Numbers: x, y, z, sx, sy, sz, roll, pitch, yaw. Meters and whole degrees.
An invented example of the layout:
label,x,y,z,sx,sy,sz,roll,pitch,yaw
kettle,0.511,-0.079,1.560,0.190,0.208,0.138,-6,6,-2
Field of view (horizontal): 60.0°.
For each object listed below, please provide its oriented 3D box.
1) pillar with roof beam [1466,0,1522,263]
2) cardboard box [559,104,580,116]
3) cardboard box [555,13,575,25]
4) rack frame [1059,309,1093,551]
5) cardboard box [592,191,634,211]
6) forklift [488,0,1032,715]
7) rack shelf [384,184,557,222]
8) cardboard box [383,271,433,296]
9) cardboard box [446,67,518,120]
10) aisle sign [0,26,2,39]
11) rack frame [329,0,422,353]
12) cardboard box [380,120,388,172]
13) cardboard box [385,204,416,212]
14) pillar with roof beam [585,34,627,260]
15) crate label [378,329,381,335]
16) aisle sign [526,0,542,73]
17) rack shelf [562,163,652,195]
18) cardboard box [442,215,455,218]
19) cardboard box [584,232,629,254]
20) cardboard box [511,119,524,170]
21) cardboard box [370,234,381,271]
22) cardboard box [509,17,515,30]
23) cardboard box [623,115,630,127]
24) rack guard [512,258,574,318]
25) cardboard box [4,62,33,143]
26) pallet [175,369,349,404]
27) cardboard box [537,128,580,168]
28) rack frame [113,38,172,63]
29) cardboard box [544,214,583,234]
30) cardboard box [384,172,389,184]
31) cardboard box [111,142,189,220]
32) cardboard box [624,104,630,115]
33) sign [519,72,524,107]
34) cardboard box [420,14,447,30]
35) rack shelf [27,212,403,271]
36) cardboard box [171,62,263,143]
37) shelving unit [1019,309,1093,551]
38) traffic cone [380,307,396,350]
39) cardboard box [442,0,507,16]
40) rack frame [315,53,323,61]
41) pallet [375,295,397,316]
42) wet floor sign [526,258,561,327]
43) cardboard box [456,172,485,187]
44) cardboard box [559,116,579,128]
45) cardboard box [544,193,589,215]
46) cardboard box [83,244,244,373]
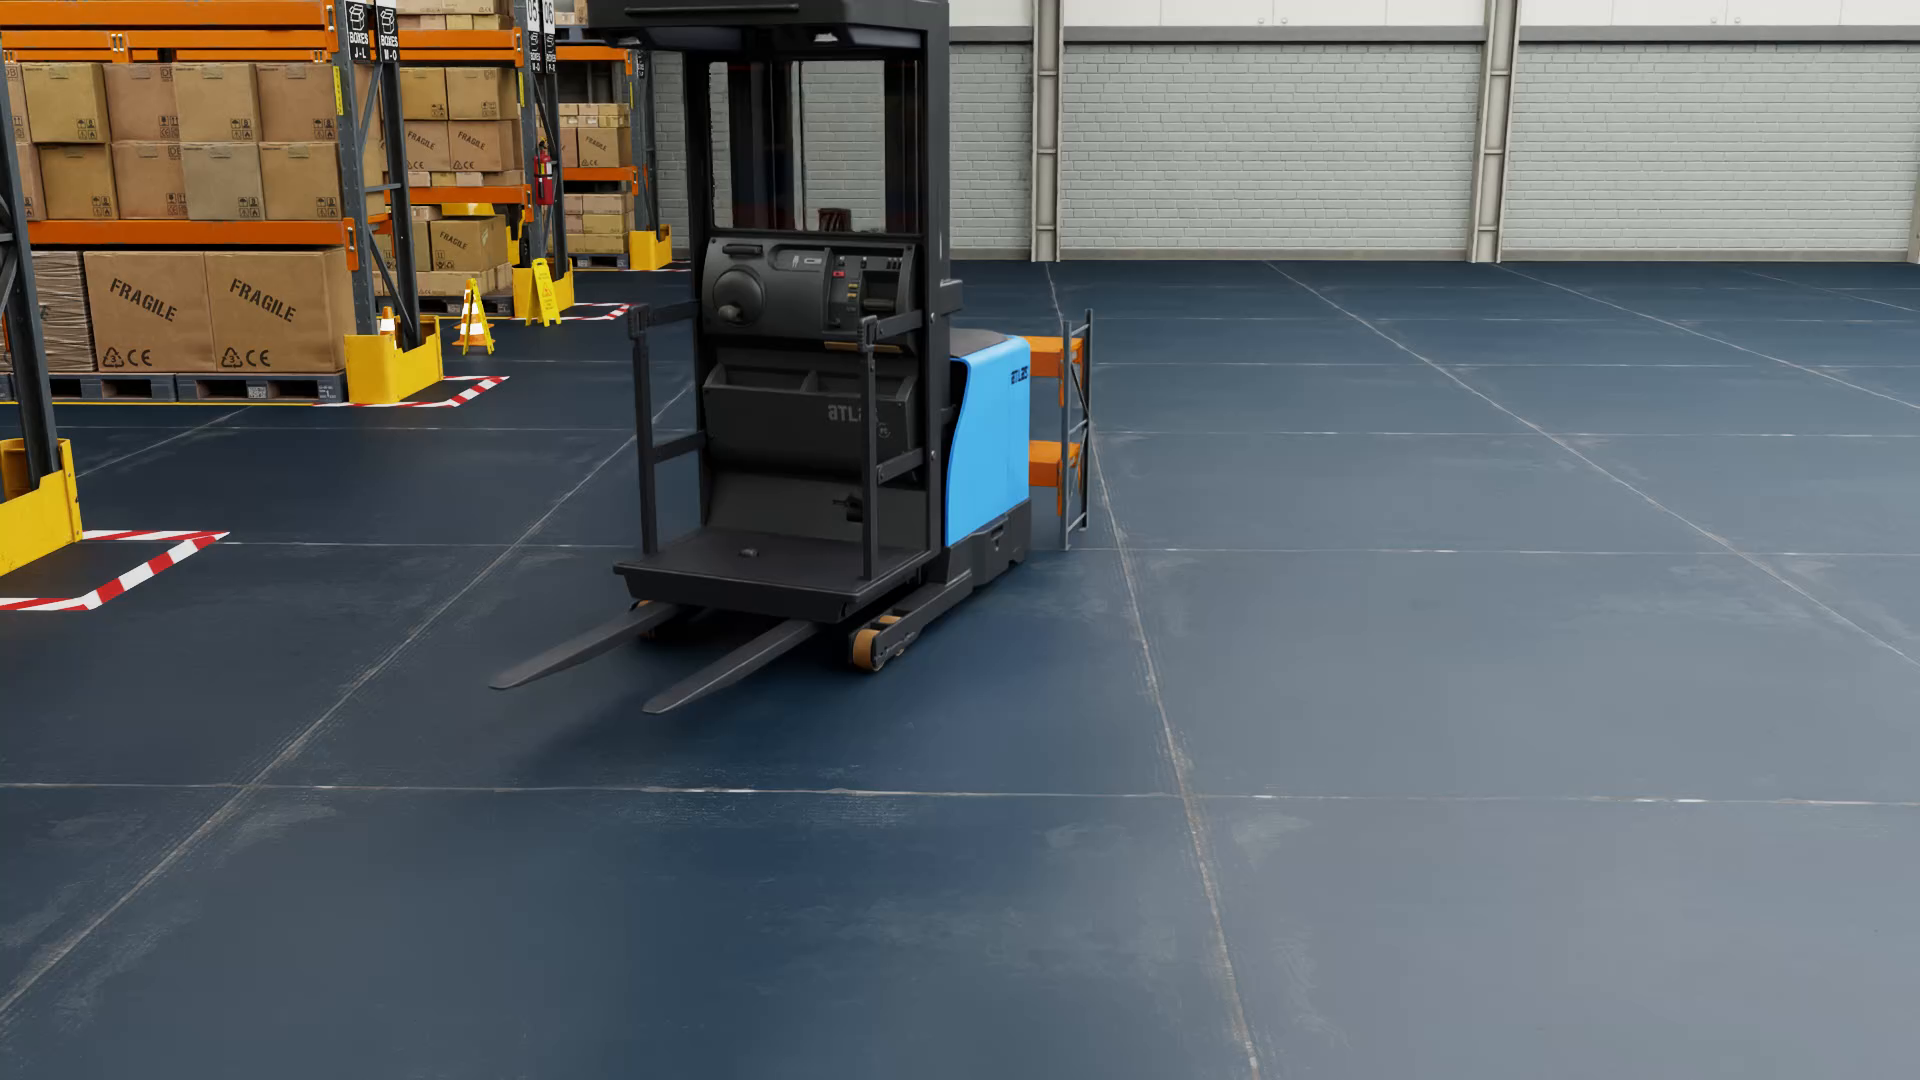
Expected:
label,x,y,z,sx,sy,sz,roll,pitch,yaw
pillar with roof beam,7.067,-7.074,17.514,0.400,9.000,9.100,0,15,1
cardboard box,-5.019,-5.558,21.477,0.250,0.149,0.380,1,15,3
cardboard box,-4.982,-6.624,21.159,0.250,0.149,0.380,0,15,0
rack frame,0.575,-0.551,8.222,0.032,1.125,0.500,5,15,17
cardboard box,-4.622,-4.524,22.213,0.500,0.250,0.500,0,15,1
forklift,-0.696,-1.032,6.504,1.130,2.935,3.031,6,16,22
rack shelf,-6.269,-3.515,17.192,4.000,0.370,1.077,0,15,1
cardboard box,-5.602,-2.665,17.128,0.500,0.250,0.500,0,15,2
cardboard box,-4.786,-4.473,16.674,0.500,0.500,0.700,0,15,0
aisle sign,-4.453,-2.655,7.429,0.004,0.787,0.394,0,15,1
rack frame,-4.295,-2.587,12.264,0.127,3.000,1.000,0,15,1
cardboard box,-5.820,-3.984,16.780,0.500,0.500,0.500,0,15,1
cardboard box,-5.697,-3.326,16.891,0.250,0.149,0.380,1,15,2
pillar with roof beam,-4.929,-7.153,17.811,0.400,9.000,9.100,0,15,1
crate label,-5.208,-1.843,15.058,0.298,0.136,0.250,-8,17,-28
aisle sign,-4.215,-5.032,16.437,0.004,0.787,0.394,0,15,1
rack shelf,-6.146,-4.781,21.990,4.000,0.370,1.077,0,15,1
cardboard box,-5.615,-3.164,17.548,0.500,0.500,0.500,0,15,-1
cardboard box,-4.624,-3.911,21.852,0.500,0.250,0.500,0,15,2
cardboard box,-4.736,-4.116,17.280,0.500,0.500,0.500,0,15,1
cardboard box,-6.103,-3.032,17.049,0.500,0.500,0.500,0,15,0
cardboard box,-4.593,-5.263,17.022,0.250,0.149,0.380,0,15,1
cardboard box,-4.479,-5.546,22.012,0.250,0.149,0.380,0,15,0
rack guard,-4.345,-2.641,17.372,0.348,0.500,1.175,0,15,1
cardboard box,-6.836,-3.184,12.116,0.550,0.550,0.875,0,15,1
pallet,-5.096,-1.223,12.564,1.213,0.211,1.003,0,15,1
cardboard box,-5.163,-5.106,21.616,0.500,0.500,0.500,1,15,3
rack frame,-8.268,-3.876,17.150,0.127,3.000,1.000,0,15,1
cardboard box,-5.142,-4.160,21.815,0.500,0.250,0.500,0,15,1
cardboard box,-5.671,-3.688,16.931,0.250,0.149,0.380,1,15,2
cardboard box,-5.774,-2.684,12.338,0.550,0.550,0.875,0,15,1
cardboard box,-4.477,-5.678,21.930,0.250,0.149,0.380,0,15,0
sign,-4.304,-4.421,16.327,0.005,0.325,0.100,0,15,1
cardboard box,-5.148,-5.113,16.453,0.250,0.149,0.380,1,15,3
rack shelf,-6.294,-2.252,12.405,4.000,0.370,1.077,0,15,1
cardboard box,-5.217,-3.174,12.078,0.550,0.550,0.875,0,15,1
shelving unit,0.089,-0.589,8.367,1.048,1.125,0.538,5,15,17
traffic cone,-4.789,-1.725,13.973,0.334,0.463,0.336,0,15,1
cardboard box,-4.788,-5.306,16.402,0.500,0.250,0.500,0,15,1
rack frame,-8.145,-5.141,21.948,0.127,3.000,1.000,0,15,1
pallet,-6.373,-2.525,17.496,1.213,0.211,1.003,0,15,1
wet floor sign,-4.107,-2.437,16.312,0.232,0.644,0.267,6,16,21
cardboard box,-4.905,-3.649,16.784,0.250,0.149,0.380,0,15,1
cardboard box,-5.014,-5.420,21.534,0.250,0.149,0.380,1,15,2
cardboard box,-5.125,-4.398,21.735,0.500,0.250,0.500,1,15,2
cardboard box,-5.854,-1.755,12.454,0.875,0.875,0.875,0,15,1
